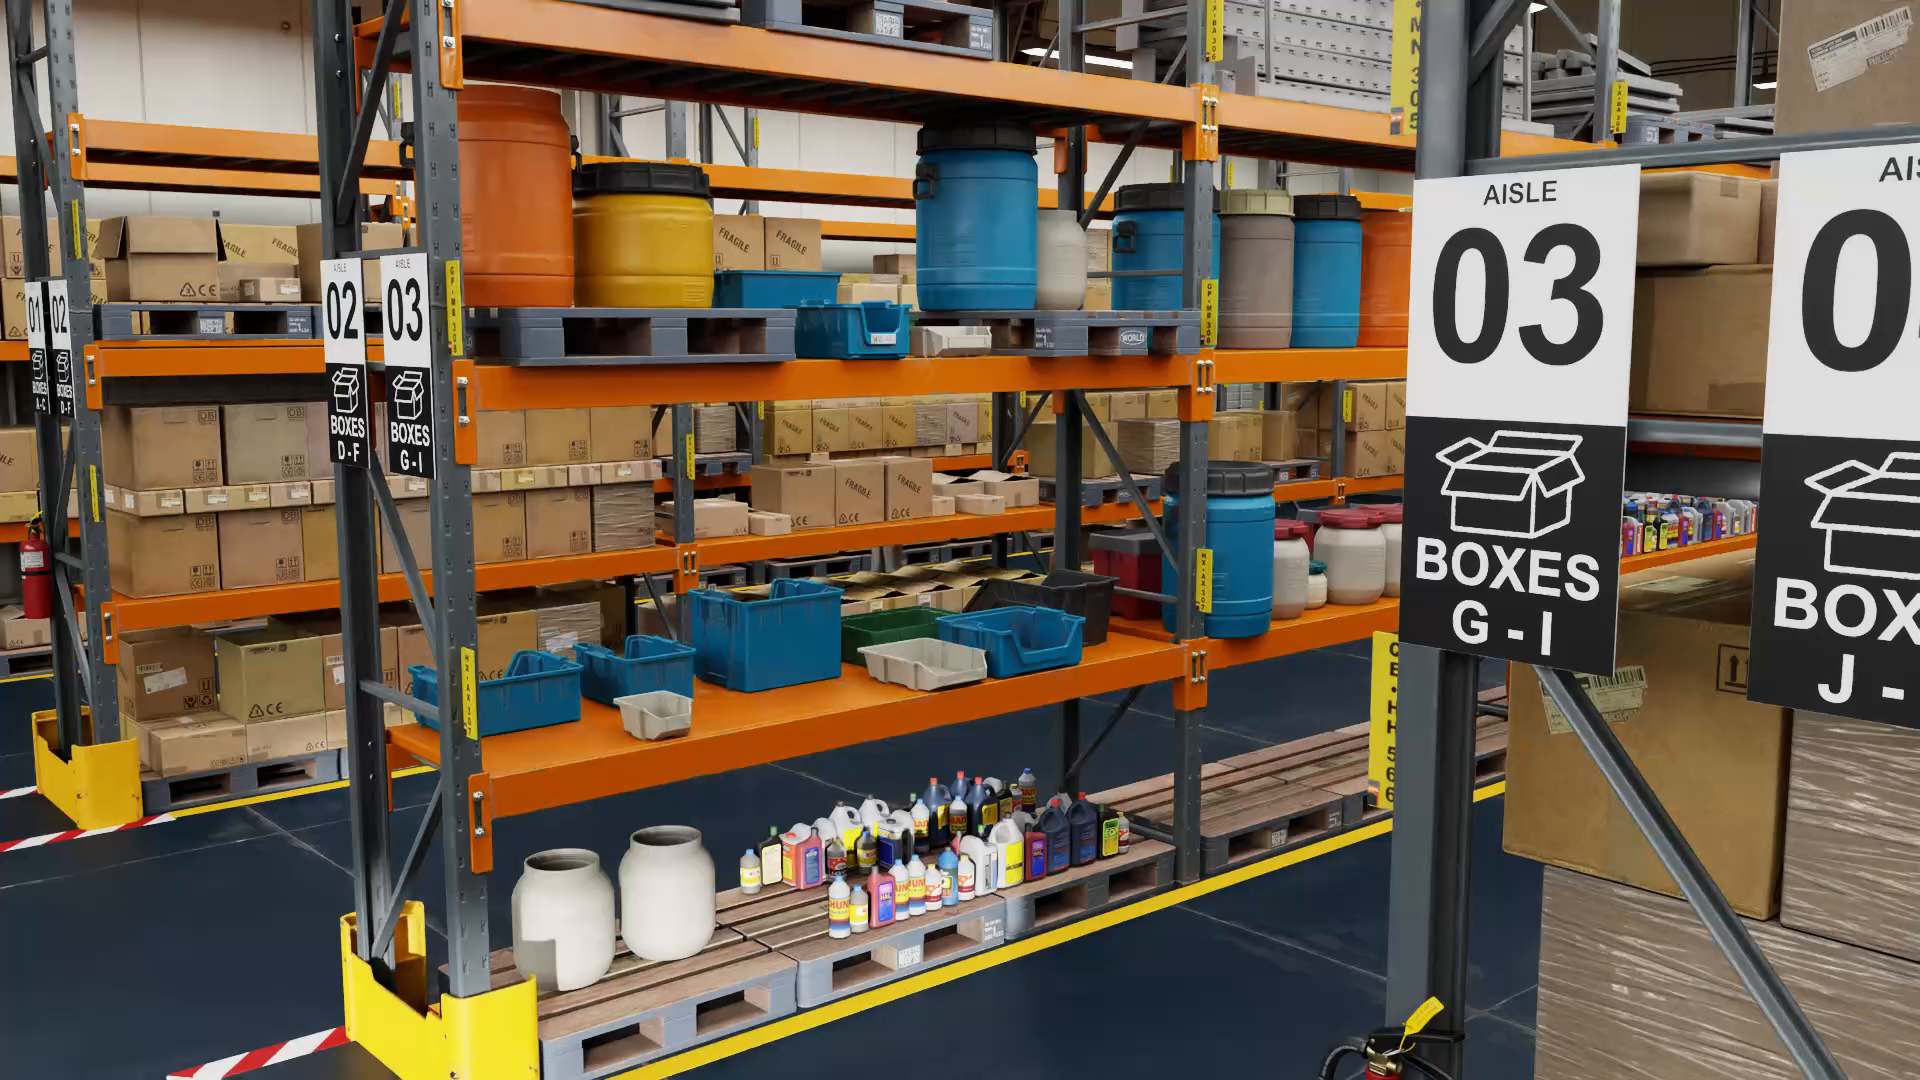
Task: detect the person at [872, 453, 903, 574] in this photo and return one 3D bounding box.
[{"bbox_3d":[-0.696,-0.027,16.541,0.363,1.678,0.439,-6,10,-40],"label":"person"}]
